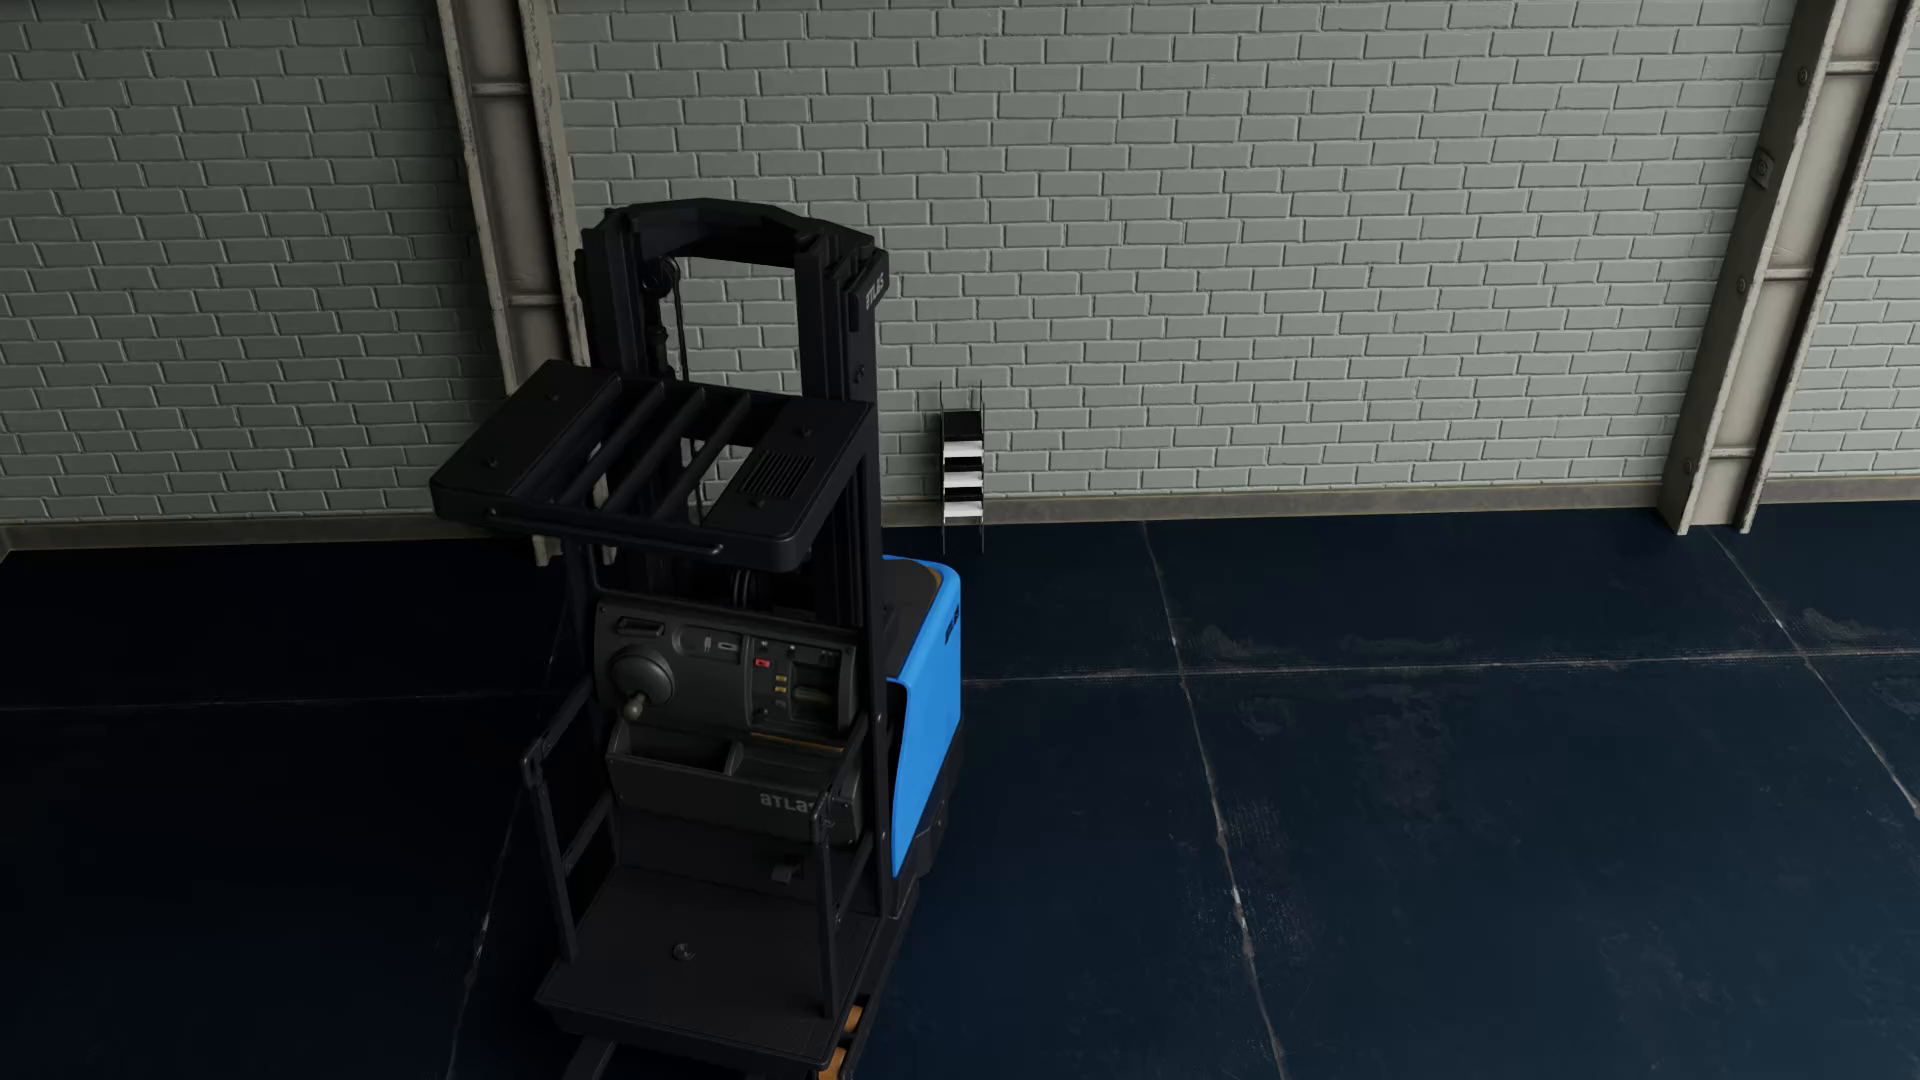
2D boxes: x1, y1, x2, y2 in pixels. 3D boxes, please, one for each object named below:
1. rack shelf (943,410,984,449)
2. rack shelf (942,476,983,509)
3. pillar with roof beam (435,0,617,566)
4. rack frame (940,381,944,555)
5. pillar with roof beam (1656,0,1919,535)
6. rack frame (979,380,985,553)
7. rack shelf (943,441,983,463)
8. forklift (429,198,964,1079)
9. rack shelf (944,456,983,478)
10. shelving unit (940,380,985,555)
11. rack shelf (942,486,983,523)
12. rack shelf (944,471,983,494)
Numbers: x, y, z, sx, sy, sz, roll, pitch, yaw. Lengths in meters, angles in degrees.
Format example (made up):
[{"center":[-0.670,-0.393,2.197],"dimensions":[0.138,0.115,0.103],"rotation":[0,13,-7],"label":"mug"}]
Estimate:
[{"center":[0.010,-0.560,8.389],"dimensions":[0.200,0.077,0.258],"rotation":[-2,35,-3],"label":"rack shelf"},{"center":[0.010,-0.264,8.594],"dimensions":[0.200,0.077,0.258],"rotation":[-2,35,-3],"label":"rack shelf"},{"center":[-1.796,-1.211,2.629],"dimensions":[0.400,9.000,9.100],"rotation":[-2,35,-2],"label":"pillar with roof beam"},{"center":[-0.091,-0.362,8.519],"dimensions":[0.006,0.900,0.240],"rotation":[-2,35,-3],"label":"rack frame"},{"center":[4.197,-1.373,2.862],"dimensions":[0.400,9.000,9.100],"rotation":[-2,35,-2],"label":"pillar with roof beam"},{"center":[0.112,-0.369,8.528],"dimensions":[0.006,0.900,0.240],"rotation":[-2,35,-3],"label":"rack frame"},{"center":[0.010,-0.486,8.440],"dimensions":[0.200,0.077,0.258],"rotation":[-2,35,-3],"label":"rack shelf"},{"center":[-0.855,0.519,5.461],"dimensions":[1.130,2.935,3.031],"rotation":[9,36,12],"label":"forklift"},{"center":[0.010,-0.412,8.491],"dimensions":[0.200,0.077,0.258],"rotation":[-2,35,-3],"label":"rack shelf"},{"center":[0.010,-0.365,8.524],"dimensions":[0.210,0.900,0.258],"rotation":[-2,35,-3],"label":"shelving unit"},{"center":[0.010,-0.190,8.645],"dimensions":[0.200,0.077,0.258],"rotation":[-2,35,-3],"label":"rack shelf"},{"center":[0.010,-0.338,8.543],"dimensions":[0.200,0.077,0.258],"rotation":[-2,35,-3],"label":"rack shelf"}]
